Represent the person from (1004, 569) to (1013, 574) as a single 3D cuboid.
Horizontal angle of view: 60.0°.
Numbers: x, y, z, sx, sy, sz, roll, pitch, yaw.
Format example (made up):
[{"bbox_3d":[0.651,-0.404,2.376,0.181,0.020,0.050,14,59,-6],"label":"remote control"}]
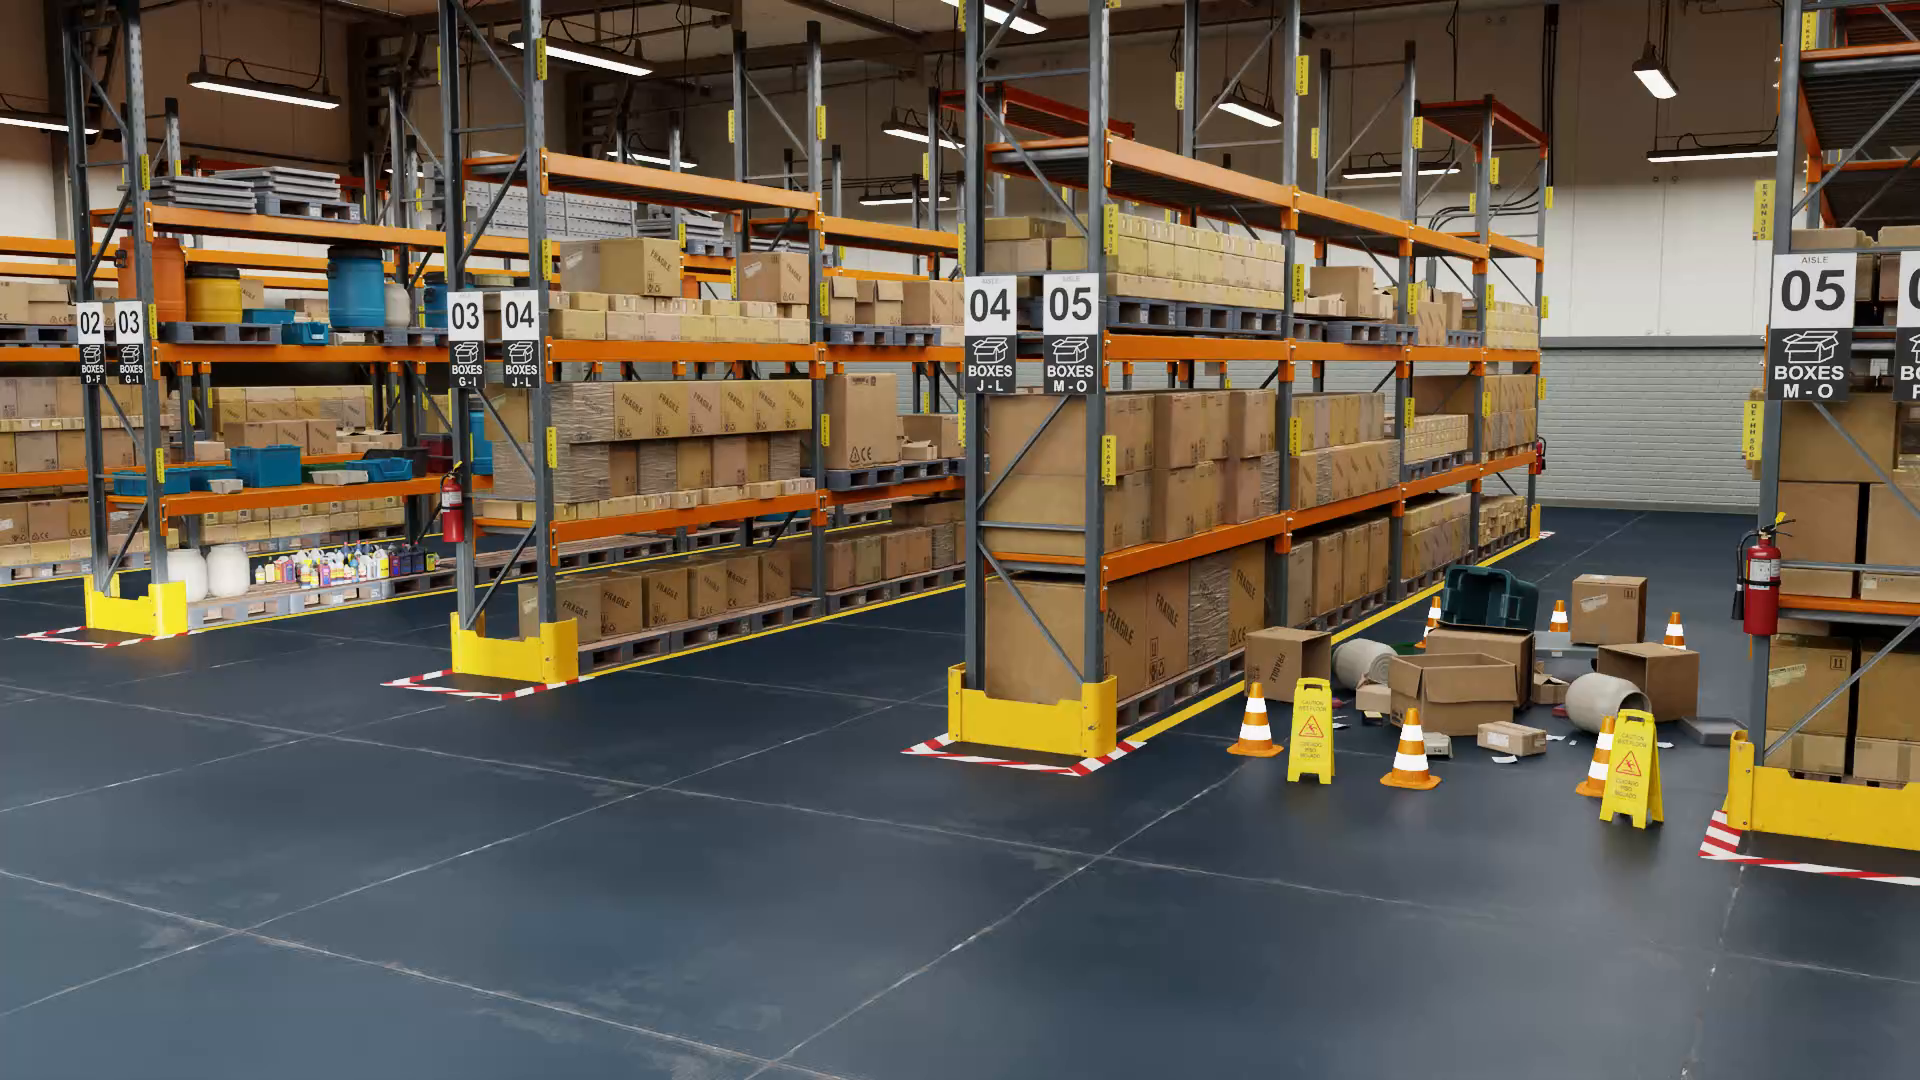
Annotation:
[{"bbox_3d":[0.675,0.141,17.920,0.433,1.166,0.838,3,7,26],"label":"person"}]
